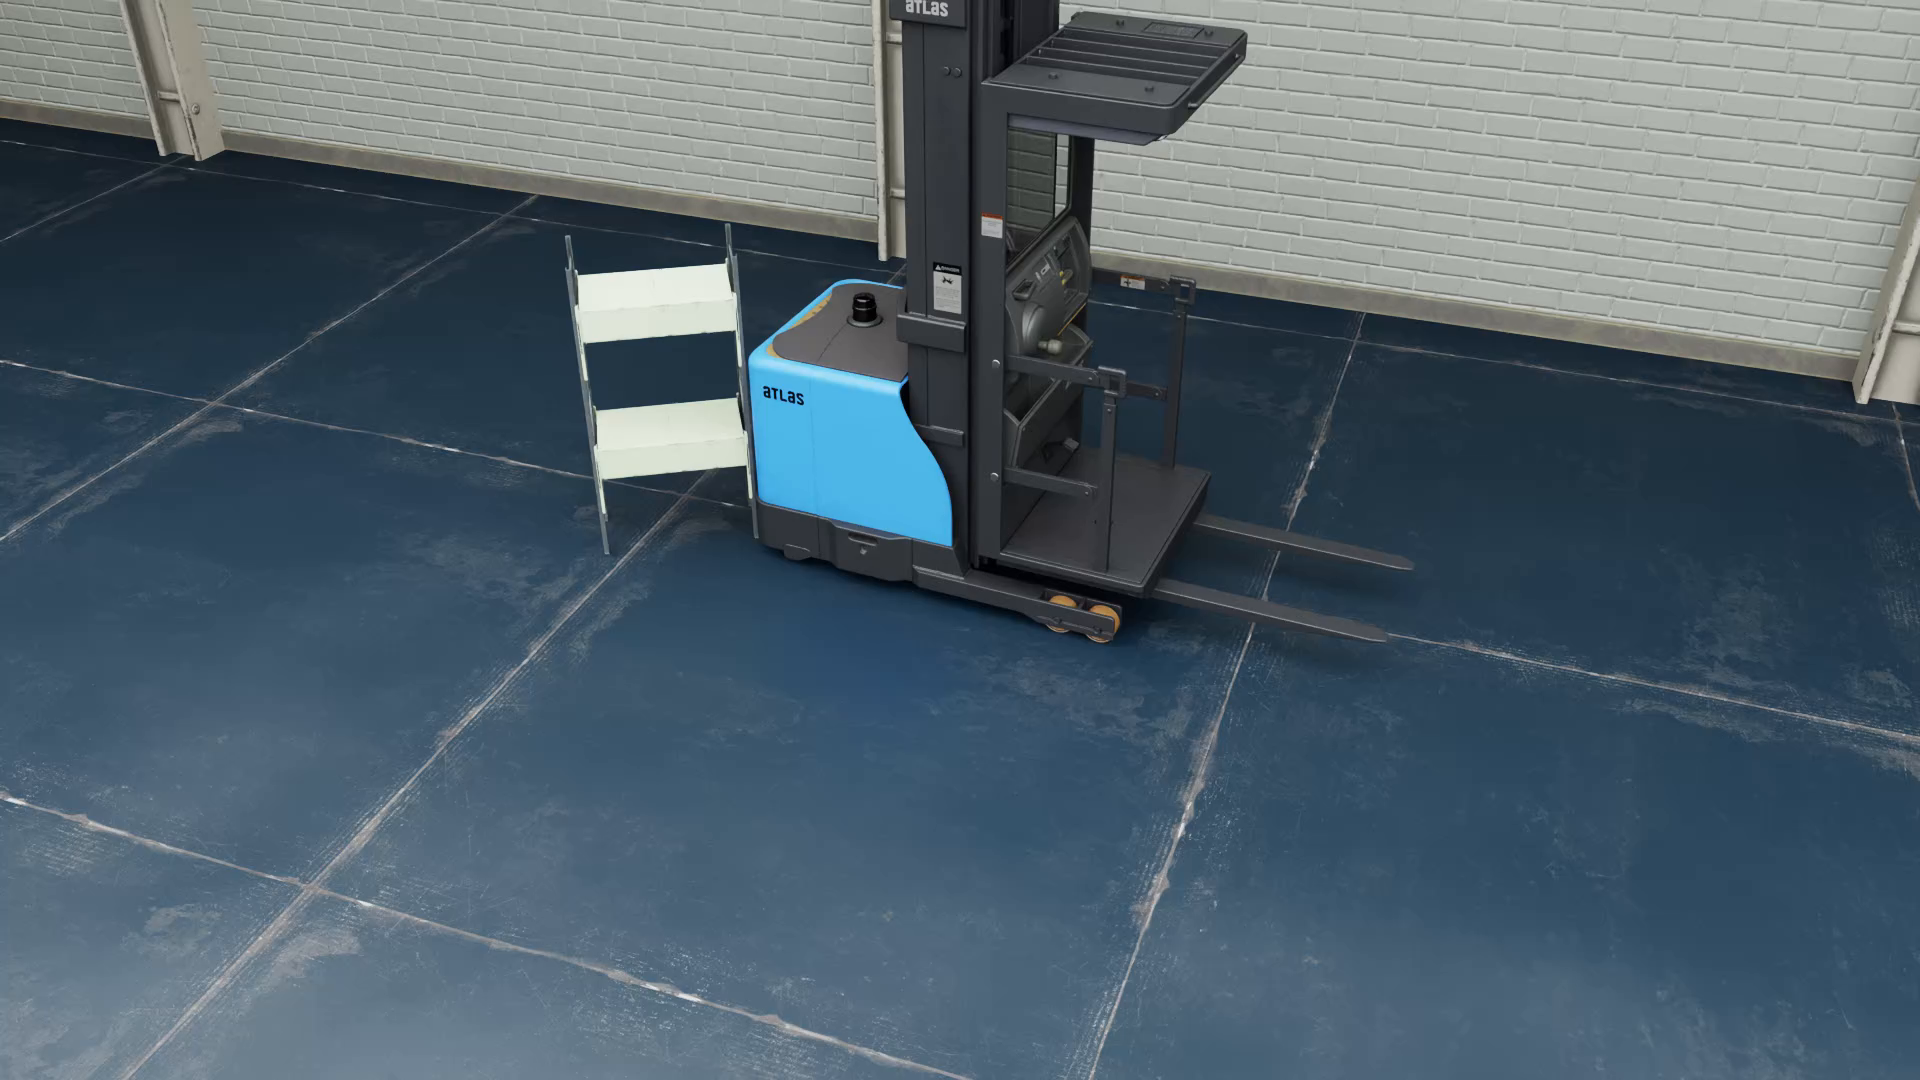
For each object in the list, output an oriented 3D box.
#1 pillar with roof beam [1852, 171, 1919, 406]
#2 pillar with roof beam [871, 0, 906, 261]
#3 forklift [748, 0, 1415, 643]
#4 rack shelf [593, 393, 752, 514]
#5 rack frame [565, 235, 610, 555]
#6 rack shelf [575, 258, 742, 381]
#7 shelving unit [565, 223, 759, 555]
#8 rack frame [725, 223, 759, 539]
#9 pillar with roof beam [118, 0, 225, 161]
[{"bbox_3d":[3.886,-2.407,3.681,0.400,9.000,9.100,11,34,16],"label":"pillar with roof beam"},{"bbox_3d":[-1.762,-3.505,5.382,0.400,9.000,9.100,11,34,16],"label":"pillar with roof beam"},{"bbox_3d":[0.578,-1.096,7.245,3.031,2.935,1.130,13,35,19],"label":"forklift"},{"bbox_3d":[-1.407,-0.430,8.133,0.720,0.370,0.431,-6,33,-10],"label":"rack shelf"},{"bbox_3d":[-1.766,-0.664,7.895,0.023,1.500,0.400,-6,33,-10],"label":"rack frame"},{"bbox_3d":[-1.408,-1.032,7.745,0.720,0.370,0.431,-6,33,-10],"label":"rack shelf"},{"bbox_3d":[-1.407,-0.704,7.956,0.755,1.500,0.431,-6,33,-10],"label":"shelving unit"},{"bbox_3d":[-1.049,-0.743,8.017,0.023,1.500,0.400,-6,33,-10],"label":"rack frame"},{"bbox_3d":[-7.410,-4.603,7.083,0.400,9.000,9.100,11,34,16],"label":"pillar with roof beam"}]
